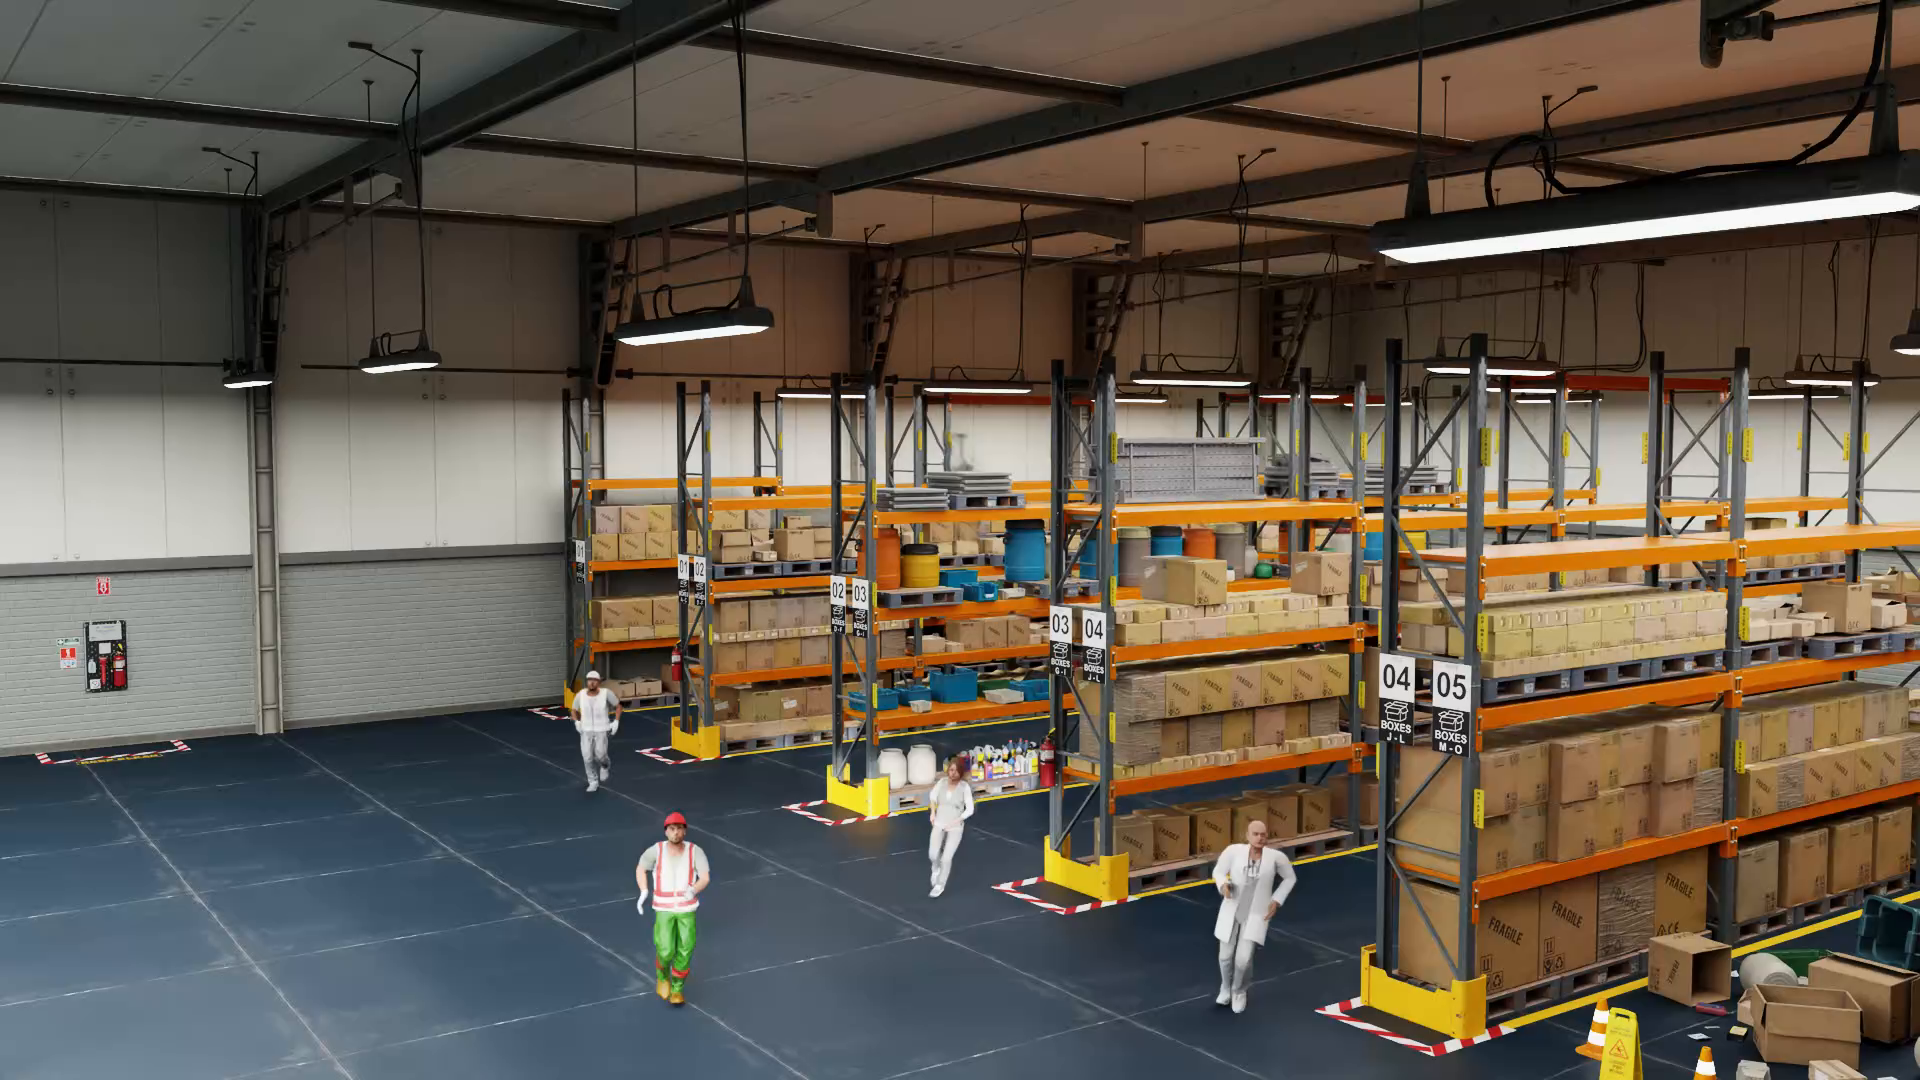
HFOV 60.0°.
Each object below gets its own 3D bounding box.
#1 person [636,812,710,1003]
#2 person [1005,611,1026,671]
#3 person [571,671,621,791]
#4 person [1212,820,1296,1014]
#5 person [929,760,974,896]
[{"bbox_3d":[-2.553,3.320,14.892,0.643,1.743,0.615,-1,4,-14],"label":"person"},{"bbox_3d":[1.088,2.127,33.620,0.833,1.786,0.736,-3,5,-42],"label":"person"},{"bbox_3d":[-5.277,2.754,24.088,0.718,1.737,0.618,0,4,-4],"label":"person"},{"bbox_3d":[2.577,3.360,14.779,0.714,1.745,0.689,2,4,23],"label":"person"},{"bbox_3d":[-0.110,3.212,18.500,0.542,1.550,0.476,1,4,13],"label":"person"}]
